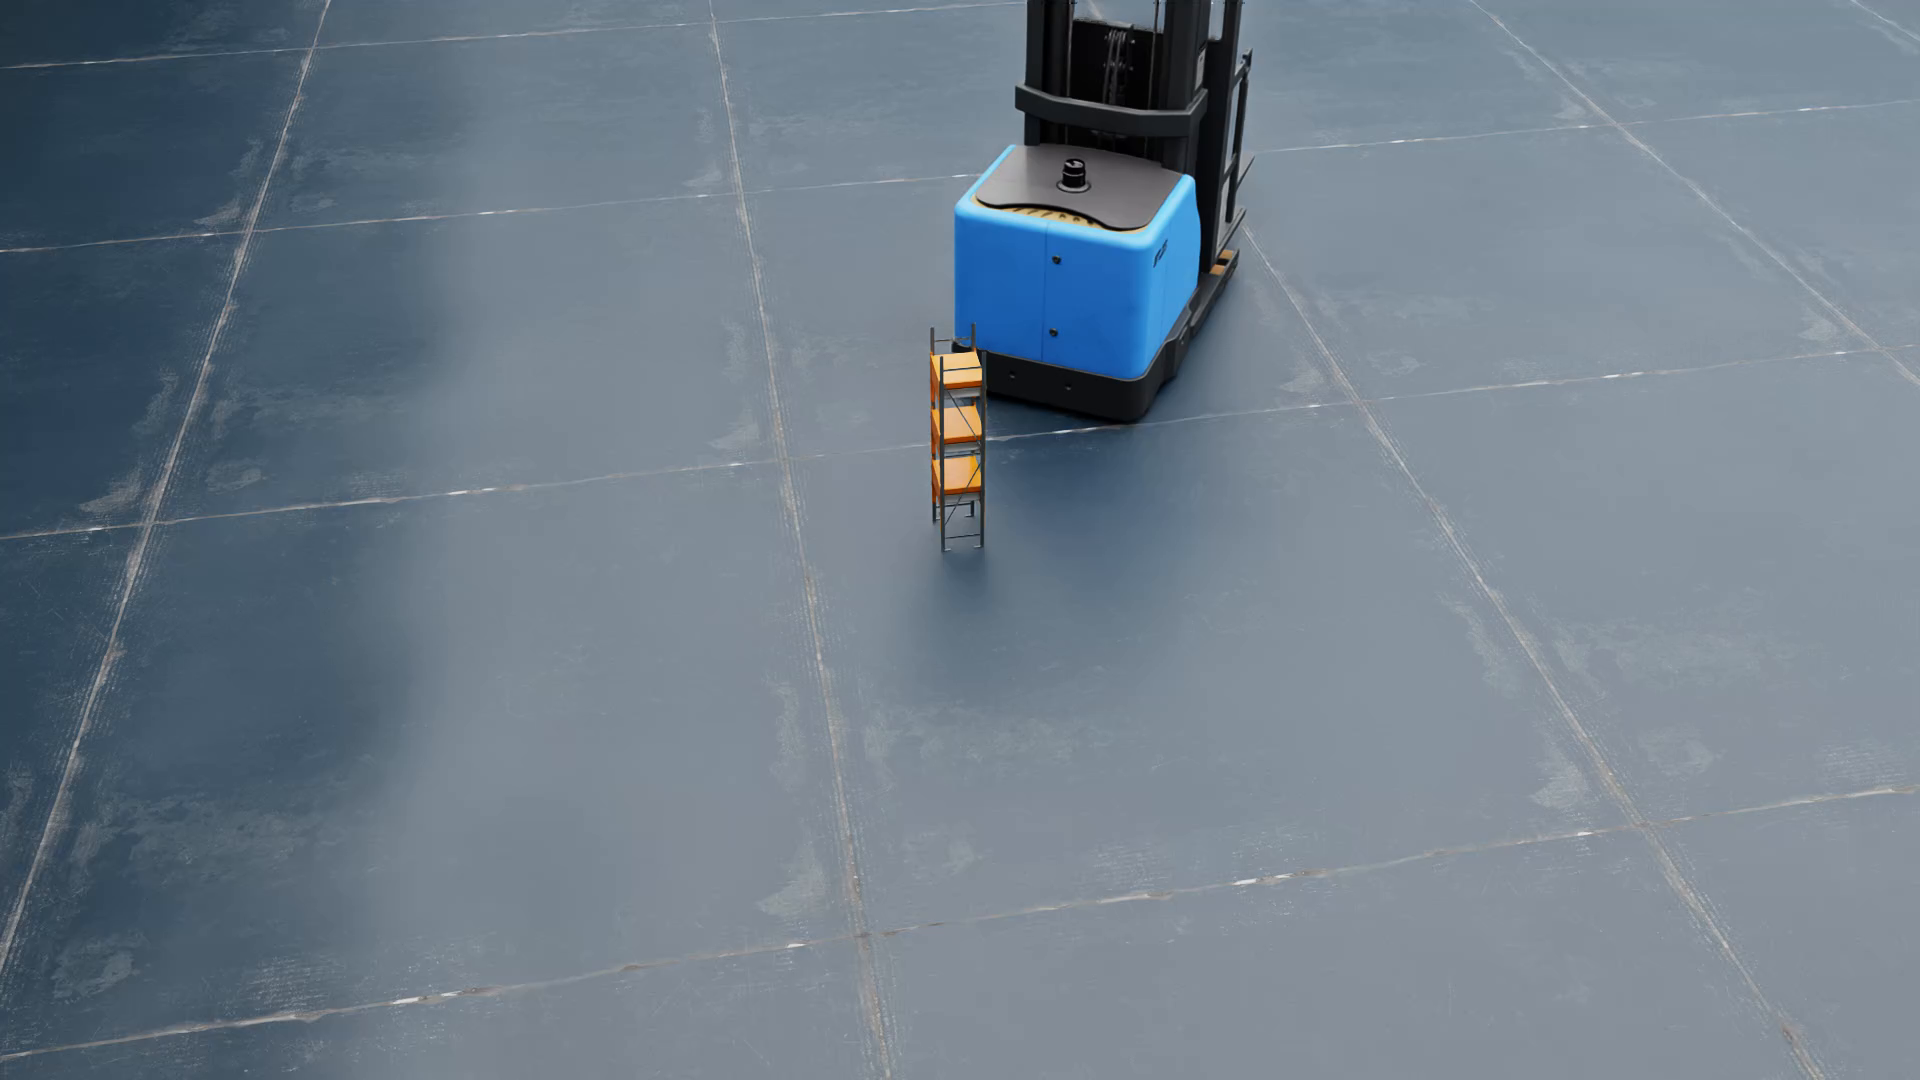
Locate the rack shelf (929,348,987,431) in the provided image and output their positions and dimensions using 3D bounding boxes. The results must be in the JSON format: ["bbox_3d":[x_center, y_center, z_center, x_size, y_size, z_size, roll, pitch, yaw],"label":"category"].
[{"bbox_3d":[-0.009,-0.663,7.302,0.215,0.259,0.240,-6,38,-8],"label":"rack shelf"}]

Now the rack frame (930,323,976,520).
[{"bbox_3d":[-0.031,-0.521,7.564,0.200,1.050,0.008,-6,38,-8],"label":"rack frame"}]

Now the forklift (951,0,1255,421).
[{"bbox_3d":[0.983,-2.665,8.792,1.130,2.935,3.031,14,40,17],"label":"forklift"}]

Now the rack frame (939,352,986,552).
[{"bbox_3d":[0.012,-0.373,7.375,0.200,1.050,0.008,-6,38,-8],"label":"rack frame"}]

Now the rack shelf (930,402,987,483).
[{"bbox_3d":[-0.009,-0.439,7.476,0.215,0.259,0.240,-6,38,-8],"label":"rack shelf"}]

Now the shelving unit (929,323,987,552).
[{"bbox_3d":[-0.009,-0.447,7.470,0.215,1.050,0.252,-6,38,-8],"label":"shelving unit"}]

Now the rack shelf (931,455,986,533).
[{"bbox_3d":[-0.009,-0.219,7.647,0.215,0.259,0.240,-6,38,-8],"label":"rack shelf"}]
